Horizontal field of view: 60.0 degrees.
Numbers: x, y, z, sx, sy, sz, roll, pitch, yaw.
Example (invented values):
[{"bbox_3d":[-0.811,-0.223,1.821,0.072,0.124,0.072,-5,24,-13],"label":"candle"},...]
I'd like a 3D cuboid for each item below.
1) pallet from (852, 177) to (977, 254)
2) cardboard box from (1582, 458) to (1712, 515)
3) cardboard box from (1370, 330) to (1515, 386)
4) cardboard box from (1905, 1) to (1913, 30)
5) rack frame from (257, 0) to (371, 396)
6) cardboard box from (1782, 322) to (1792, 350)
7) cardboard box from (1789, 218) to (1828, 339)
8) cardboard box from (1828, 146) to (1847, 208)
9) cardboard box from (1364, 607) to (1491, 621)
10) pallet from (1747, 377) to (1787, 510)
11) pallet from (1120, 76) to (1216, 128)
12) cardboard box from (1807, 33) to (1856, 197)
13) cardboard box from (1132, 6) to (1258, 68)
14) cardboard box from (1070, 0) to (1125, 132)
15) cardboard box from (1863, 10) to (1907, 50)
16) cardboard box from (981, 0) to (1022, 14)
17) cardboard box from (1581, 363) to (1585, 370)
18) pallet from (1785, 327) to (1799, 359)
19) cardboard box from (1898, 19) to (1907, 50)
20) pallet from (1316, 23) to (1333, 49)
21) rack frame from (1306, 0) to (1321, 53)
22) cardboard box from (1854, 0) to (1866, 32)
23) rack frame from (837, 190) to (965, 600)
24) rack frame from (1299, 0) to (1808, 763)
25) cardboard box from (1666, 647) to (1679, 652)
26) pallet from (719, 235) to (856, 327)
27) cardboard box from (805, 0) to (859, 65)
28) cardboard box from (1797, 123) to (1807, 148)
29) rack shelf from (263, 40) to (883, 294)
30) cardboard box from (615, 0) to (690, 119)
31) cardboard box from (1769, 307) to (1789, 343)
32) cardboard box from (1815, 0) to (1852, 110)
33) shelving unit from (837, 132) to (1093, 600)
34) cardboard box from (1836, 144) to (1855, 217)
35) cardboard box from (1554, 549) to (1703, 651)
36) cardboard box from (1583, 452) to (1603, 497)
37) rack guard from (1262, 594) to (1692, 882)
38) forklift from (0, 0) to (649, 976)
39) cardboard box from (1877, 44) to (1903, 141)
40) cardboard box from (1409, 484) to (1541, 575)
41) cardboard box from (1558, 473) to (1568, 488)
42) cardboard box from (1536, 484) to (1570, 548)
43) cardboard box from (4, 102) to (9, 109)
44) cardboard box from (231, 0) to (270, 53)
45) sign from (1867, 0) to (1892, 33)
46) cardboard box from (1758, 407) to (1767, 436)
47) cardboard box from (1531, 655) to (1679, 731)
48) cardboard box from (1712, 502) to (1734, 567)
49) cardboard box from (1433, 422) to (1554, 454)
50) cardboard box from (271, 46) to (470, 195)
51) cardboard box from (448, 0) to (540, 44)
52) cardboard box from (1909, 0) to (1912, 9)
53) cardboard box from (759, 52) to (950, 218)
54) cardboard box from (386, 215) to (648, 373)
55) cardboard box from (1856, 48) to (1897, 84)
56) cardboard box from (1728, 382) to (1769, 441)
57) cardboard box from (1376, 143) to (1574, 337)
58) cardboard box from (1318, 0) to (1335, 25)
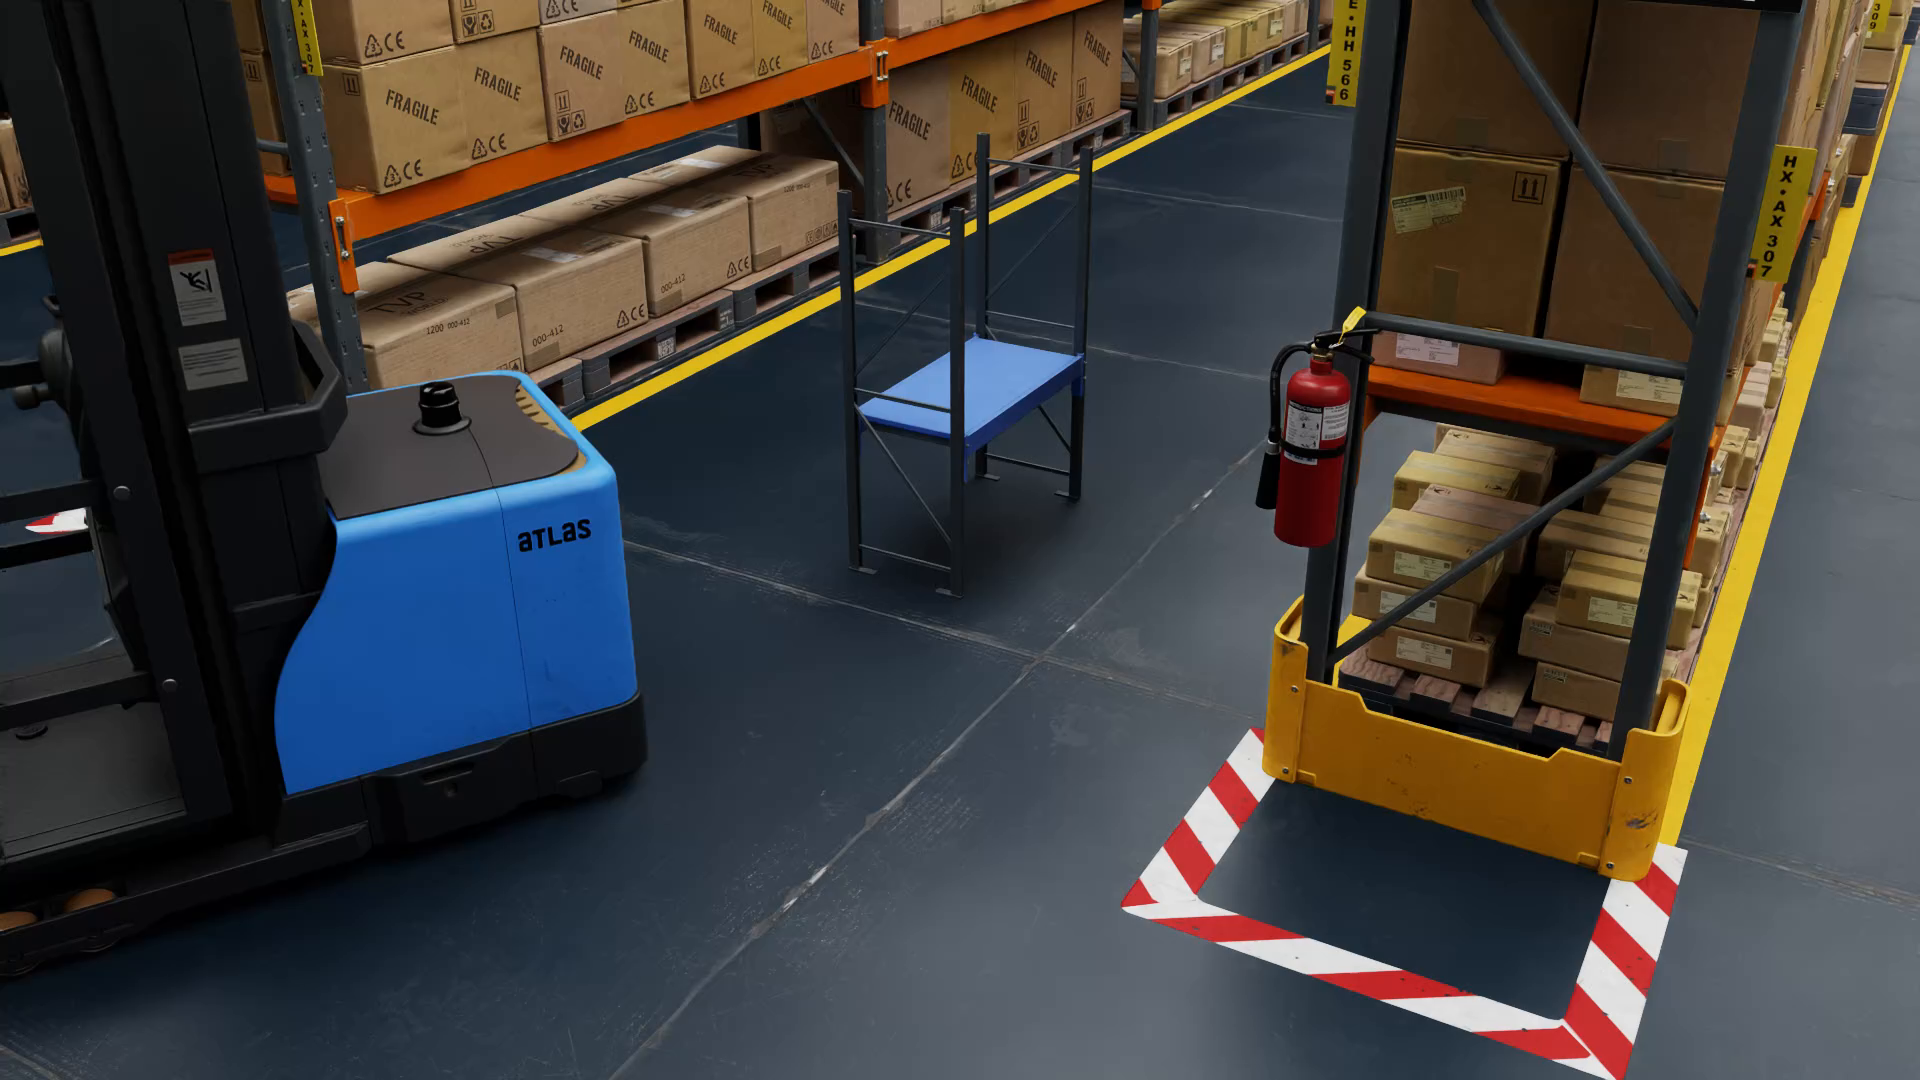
[{"bbox_3d":[-0.584,-2.192,10.894,1.003,0.211,1.213,14,30,26],"label":"pallet"},{"bbox_3d":[2.364,-0.140,5.729,0.380,0.149,0.250,13,29,24],"label":"cardboard box"},{"bbox_3d":[1.408,-0.590,4.857,0.380,0.149,0.250,14,30,26],"label":"cardboard box"},{"bbox_3d":[4.820,-2.807,8.817,0.380,0.149,0.250,13,29,24],"label":"cardboard box"},{"bbox_3d":[-2.866,-1.563,6.522,1.000,3.000,0.127,14,30,26],"label":"rack frame"},{"bbox_3d":[3.583,-0.925,7.630,0.380,0.149,0.250,15,30,27],"label":"cardboard box"},{"bbox_3d":[4.056,-1.371,8.461,0.500,0.500,0.500,15,30,28],"label":"cardboard box"},{"bbox_3d":[4.315,-1.915,8.710,0.500,0.250,0.500,15,30,27],"label":"cardboard box"},{"bbox_3d":[1.610,0.201,5.713,0.380,0.149,0.250,15,30,28],"label":"cardboard box"},{"bbox_3d":[3.162,-0.555,7.623,1.003,0.211,1.213,14,30,26],"label":"pallet"},{"bbox_3d":[1.456,-3.738,13.982,1.003,0.211,1.213,14,30,26],"label":"pallet"},{"bbox_3d":[2.967,-1.603,6.157,0.500,0.500,0.500,14,30,26],"label":"cardboard box"},{"bbox_3d":[2.091,-4.495,14.846,0.950,0.372,0.625,15,30,28],"label":"cardboard box"},{"bbox_3d":[0.658,-3.668,12.631,0.875,0.875,0.875,14,30,26],"label":"cardboard box"},{"bbox_3d":[4.056,-2.332,7.537,0.380,0.149,0.250,15,30,27],"label":"cardboard box"},{"bbox_3d":[0.068,-3.567,10.692,0.500,0.250,0.500,14,30,26],"label":"cardboard box"},{"bbox_3d":[2.028,-0.563,4.804,0.380,0.149,0.250,15,30,28],"label":"cardboard box"},{"bbox_3d":[3.843,-1.128,8.768,1.003,0.211,1.213,14,30,26],"label":"pallet"},{"bbox_3d":[4.438,-2.503,8.210,0.380,0.149,0.250,15,30,27],"label":"cardboard box"},{"bbox_3d":[3.337,-5.262,17.027,1.003,0.211,1.213,14,30,26],"label":"pallet"},{"bbox_3d":[3.038,-6.240,15.864,1.000,3.000,0.127,14,30,26],"label":"rack frame"},{"bbox_3d":[3.216,-2.251,6.335,0.500,0.500,0.500,13,29,25],"label":"cardboard box"},{"bbox_3d":[-0.208,-0.506,6.085,0.500,1.500,0.032,14,30,26],"label":"rack frame"},{"bbox_3d":[1.494,-0.513,4.423,1.000,3.000,0.127,14,30,26],"label":"rack frame"},{"bbox_3d":[2.159,0.199,5.384,0.380,0.149,0.250,14,30,26],"label":"cardboard box"},{"bbox_3d":[-1.340,-1.596,9.703,1.003,0.211,1.213,14,30,26],"label":"pallet"},{"bbox_3d":[-0.903,-2.930,9.140,0.500,0.500,0.500,14,30,27],"label":"cardboard box"},{"bbox_3d":[2.196,-1.019,4.990,0.500,0.500,0.500,14,30,26],"label":"cardboard box"},{"bbox_3d":[-1.882,-2.021,8.240,1.077,0.370,4.000,14,30,26],"label":"rack shelf"},{"bbox_3d":[-1.657,-2.328,7.938,0.500,0.500,0.500,15,30,28],"label":"cardboard box"},{"bbox_3d":[3.422,-0.946,7.340,0.380,0.149,0.250,15,30,27],"label":"cardboard box"},{"bbox_3d":[2.464,-1.650,5.134,0.500,0.500,0.500,13,30,25],"label":"cardboard box"},{"bbox_3d":[0.042,-0.704,6.481,0.538,1.500,1.048,14,30,26],"label":"shelving unit"},{"bbox_3d":[5.075,-2.185,10.087,0.500,0.500,0.500,16,31,28],"label":"cardboard box"},{"bbox_3d":[2.047,0.179,5.092,0.380,0.149,0.250,13,29,24],"label":"cardboard box"},{"bbox_3d":[2.568,-0.231,6.243,0.380,0.149,0.250,16,31,29],"label":"cardboard box"},{"bbox_3d":[1.531,0.576,5.042,1.175,0.500,0.348,14,30,26],"label":"rack guard"},{"bbox_3d":[-2.520,-0.420,4.316,3.031,2.935,1.130,-14,30,-26],"label":"forklift"},{"bbox_3d":[6.234,-3.371,12.177,1.050,0.750,0.750,15,30,27],"label":"cardboard box"},{"bbox_3d":[1.707,-0.039,5.528,0.380,0.149,0.250,15,30,27],"label":"cardboard box"},{"bbox_3d":[2.147,-0.198,6.509,0.380,0.149,0.250,15,30,27],"label":"cardboard box"},{"bbox_3d":[1.981,-0.112,6.006,0.380,0.149,0.250,14,30,25],"label":"cardboard box"},{"bbox_3d":[-5.840,-2.671,11.059,0.700,0.500,0.500,13,29,24],"label":"cardboard box"},{"bbox_3d":[-2.836,-2.295,6.756,0.500,0.500,0.500,15,30,28],"label":"cardboard box"},{"bbox_3d":[3.938,-2.342,7.111,0.100,0.325,0.005,14,30,26],"label":"sign"},{"bbox_3d":[3.291,-0.557,7.226,0.380,0.149,0.250,13,29,24],"label":"cardboard box"},{"bbox_3d":[2.030,0.441,5.234,0.380,0.149,0.250,15,30,27],"label":"cardboard box"},{"bbox_3d":[2.666,-0.051,6.217,0.380,0.149,0.250,13,29,24],"label":"cardboard box"},{"bbox_3d":[1.990,-0.372,6.193,0.380,0.149,0.250,15,30,28],"label":"cardboard box"},{"bbox_3d":[-2.379,-1.732,6.747,0.500,0.500,0.500,14,30,26],"label":"cardboard box"},{"bbox_3d":[-2.133,-2.382,6.929,0.500,0.500,0.500,13,30,25],"label":"cardboard box"},{"bbox_3d":[4.566,-2.741,8.355,0.380,0.149,0.250,16,31,28],"label":"cardboard box"},{"bbox_3d":[-0.662,-2.619,10.535,0.875,0.875,0.875,15,30,28],"label":"cardboard box"},{"bbox_3d":[-2.185,-1.243,8.275,0.875,0.438,0.875,15,30,27],"label":"cardboard box"},{"bbox_3d":[4.056,-2.199,7.604,0.380,0.149,0.250,13,29,24],"label":"cardboard box"},{"bbox_3d":[2.936,-0.530,6.509,0.380,0.149,0.250,13,29,24],"label":"cardboard box"},{"bbox_3d":[1.491,-0.922,4.797,0.500,0.500,0.500,15,30,27],"label":"cardboard box"},{"bbox_3d":[3.563,-5.369,16.726,0.500,0.250,0.500,13,29,24],"label":"cardboard box"}]
